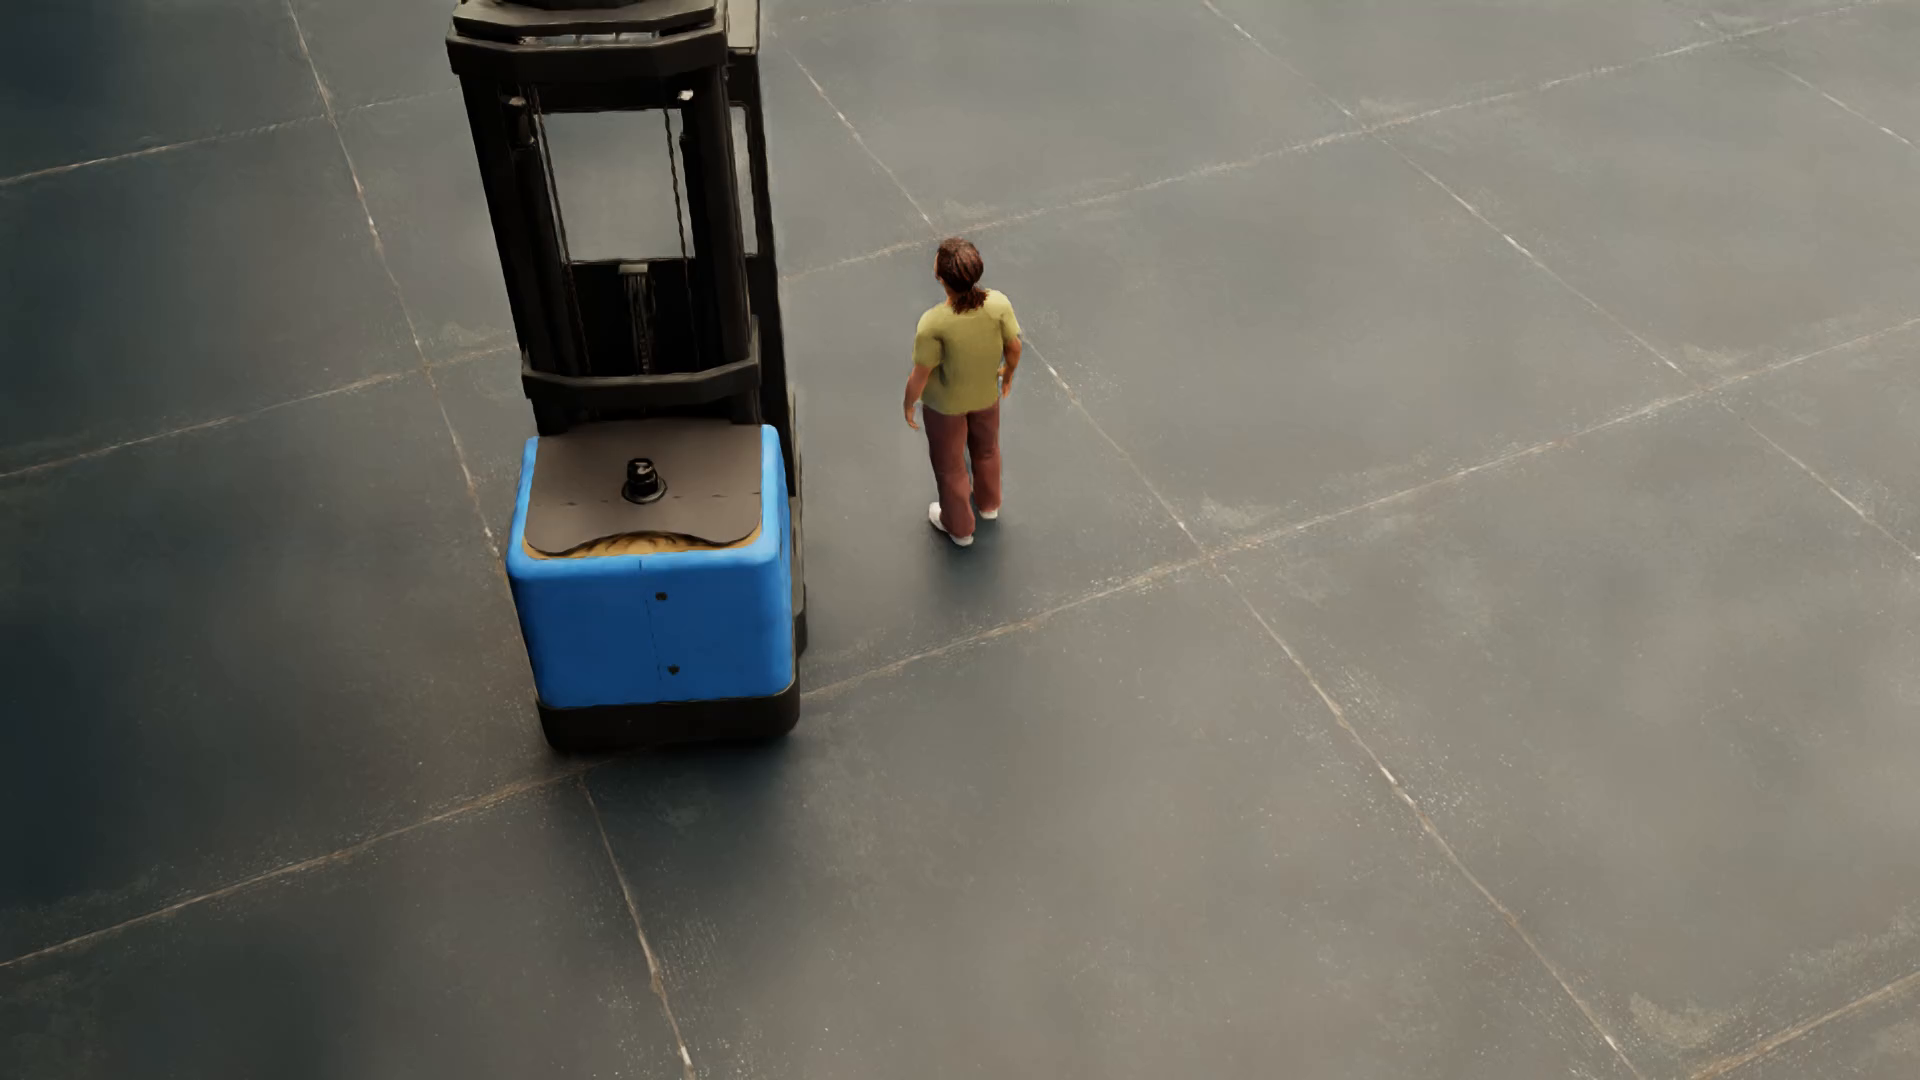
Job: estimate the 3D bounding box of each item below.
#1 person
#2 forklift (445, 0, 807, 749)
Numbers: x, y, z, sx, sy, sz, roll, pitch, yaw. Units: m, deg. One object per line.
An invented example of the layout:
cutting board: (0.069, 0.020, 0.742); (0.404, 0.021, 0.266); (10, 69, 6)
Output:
person: (-0.021, -0.669, 7.303); (0.554, 1.674, 0.546); (-18, 46, -18)
forklift: (-1.314, -1.218, 6.985); (1.130, 2.935, 3.031); (-3, 43, -4)
